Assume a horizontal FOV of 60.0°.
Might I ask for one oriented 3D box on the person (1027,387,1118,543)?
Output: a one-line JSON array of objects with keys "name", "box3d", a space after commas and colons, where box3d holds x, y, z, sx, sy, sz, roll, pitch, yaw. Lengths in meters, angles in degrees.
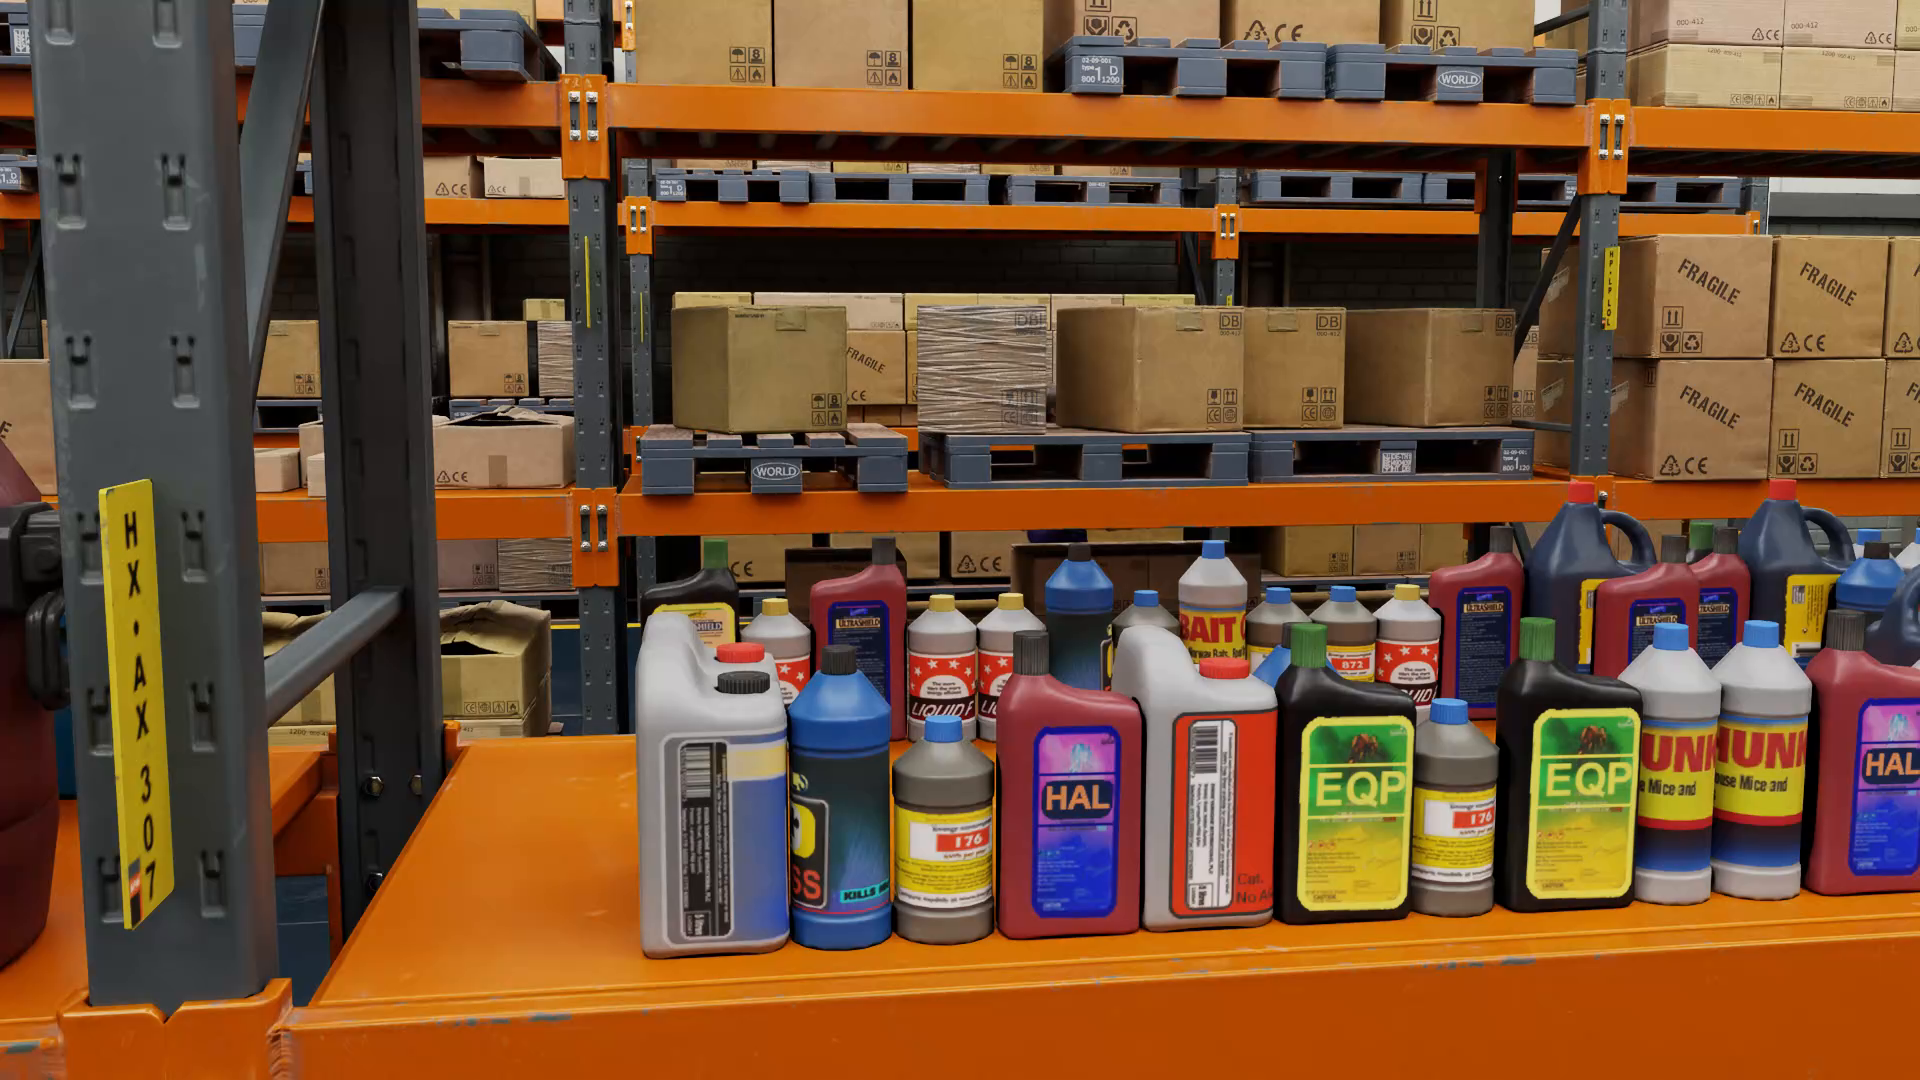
[{"name": "person", "box3d": [0.635, -0.028, 9.197, 0.523, 1.634, 0.452, -1, 7, -8]}]
